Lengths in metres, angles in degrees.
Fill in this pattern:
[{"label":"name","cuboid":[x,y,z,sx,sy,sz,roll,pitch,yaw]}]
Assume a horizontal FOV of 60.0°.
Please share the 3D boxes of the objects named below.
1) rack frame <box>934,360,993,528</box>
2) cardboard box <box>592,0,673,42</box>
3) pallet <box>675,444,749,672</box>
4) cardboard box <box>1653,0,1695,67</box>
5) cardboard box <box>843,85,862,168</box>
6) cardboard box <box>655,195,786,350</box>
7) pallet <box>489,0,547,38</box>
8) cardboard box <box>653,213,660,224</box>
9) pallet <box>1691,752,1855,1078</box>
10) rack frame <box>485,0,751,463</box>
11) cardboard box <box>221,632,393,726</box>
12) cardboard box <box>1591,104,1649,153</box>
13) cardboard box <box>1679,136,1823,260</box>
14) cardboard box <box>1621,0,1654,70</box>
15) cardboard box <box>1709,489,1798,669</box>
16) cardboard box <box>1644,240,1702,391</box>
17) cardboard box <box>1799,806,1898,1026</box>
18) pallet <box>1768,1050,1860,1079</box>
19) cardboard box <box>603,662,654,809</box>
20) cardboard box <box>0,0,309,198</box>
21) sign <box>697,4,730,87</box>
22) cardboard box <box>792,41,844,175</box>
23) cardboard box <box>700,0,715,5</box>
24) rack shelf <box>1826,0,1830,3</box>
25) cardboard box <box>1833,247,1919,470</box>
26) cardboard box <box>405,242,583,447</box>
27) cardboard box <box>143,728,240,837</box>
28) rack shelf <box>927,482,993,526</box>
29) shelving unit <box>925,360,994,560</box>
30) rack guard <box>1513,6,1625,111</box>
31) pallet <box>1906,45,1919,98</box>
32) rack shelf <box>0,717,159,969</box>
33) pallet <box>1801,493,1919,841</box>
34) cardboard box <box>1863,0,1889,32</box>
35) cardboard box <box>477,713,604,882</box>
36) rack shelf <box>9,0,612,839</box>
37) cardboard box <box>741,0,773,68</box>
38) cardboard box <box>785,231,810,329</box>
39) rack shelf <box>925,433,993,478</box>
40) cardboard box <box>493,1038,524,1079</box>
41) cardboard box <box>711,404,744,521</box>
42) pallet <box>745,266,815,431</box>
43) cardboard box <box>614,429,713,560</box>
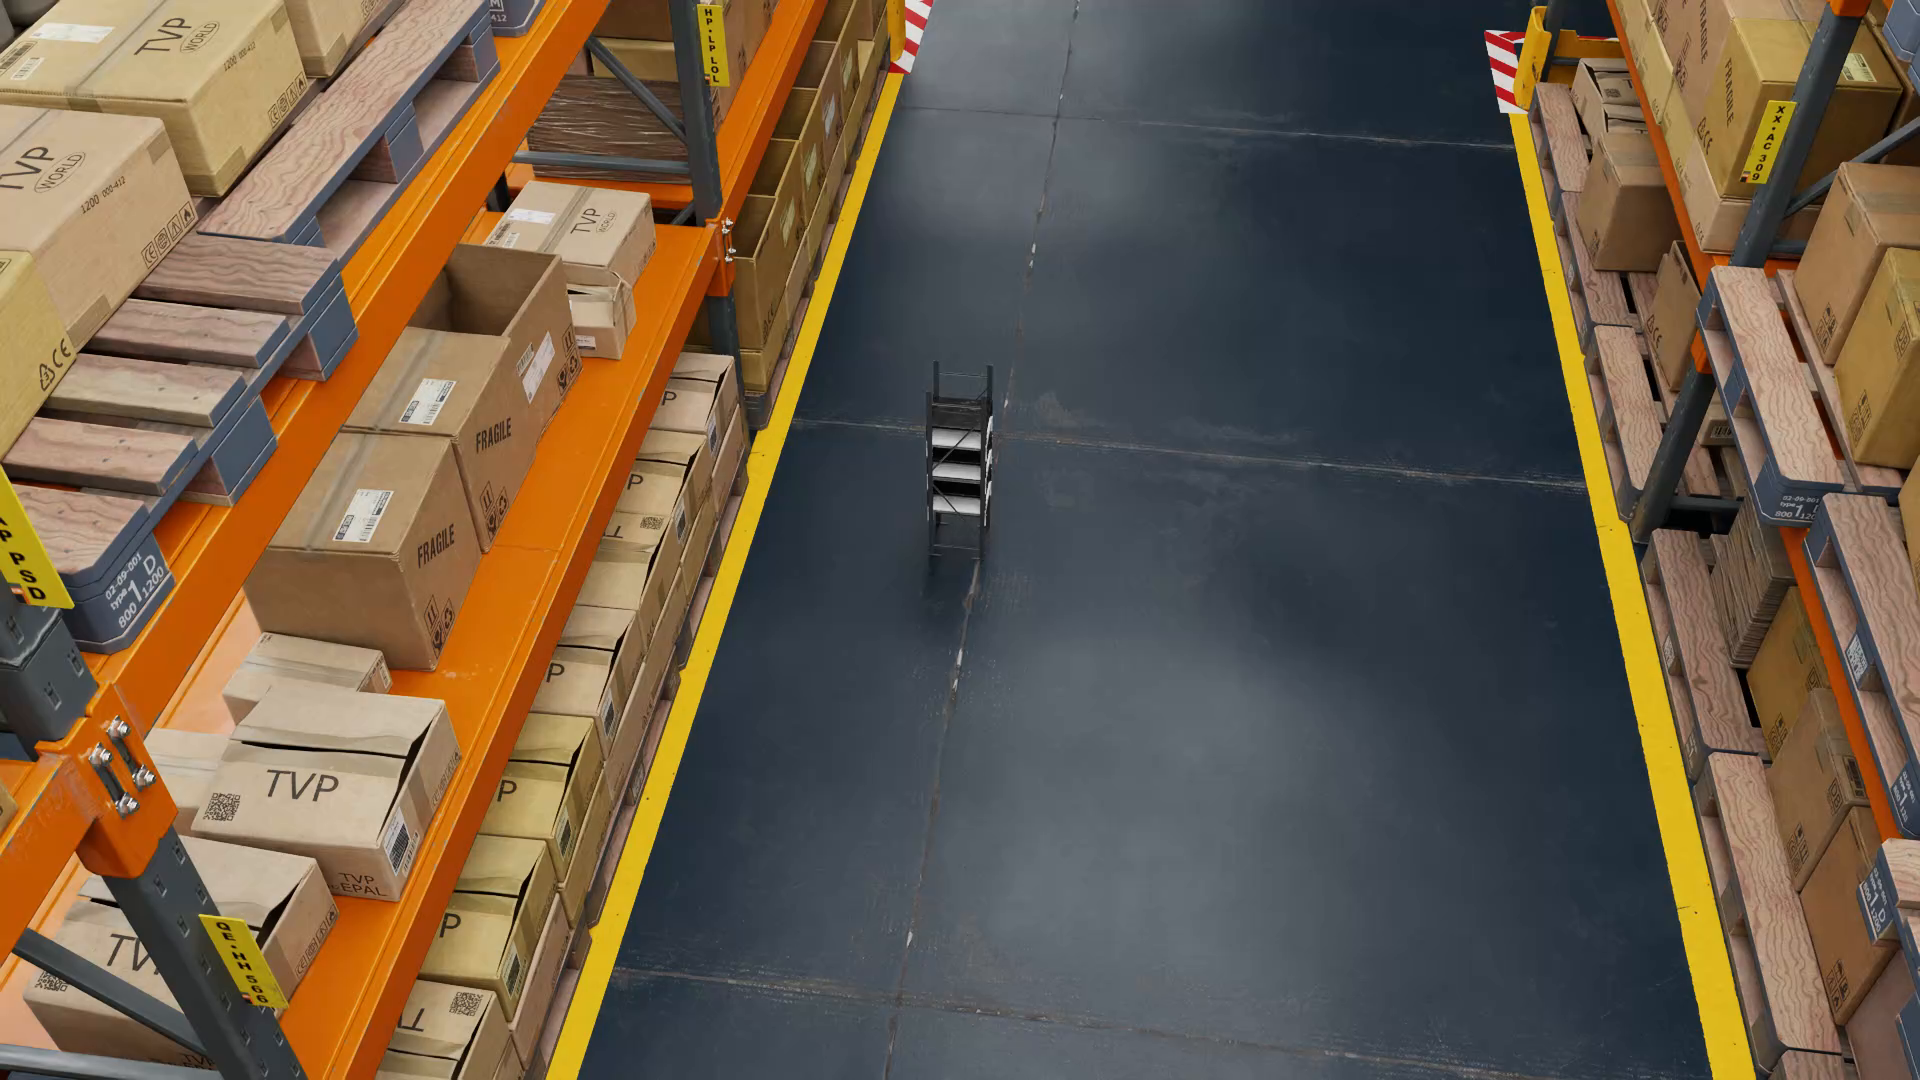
[{"label":"rack frame","cuboid":[0.012,-0.391,7.030,0.240,0.900,0.006,5,44,6]},{"label":"cardboard box","cuboid":[-1.419,-2.324,6.529,0.700,0.500,0.500,5,44,6]},{"label":"pallet","cuboid":[-1.530,0.004,7.114,1.003,0.211,1.213,5,44,6]},{"label":"cardboard box","cuboid":[3.332,-2.324,7.094,0.500,0.500,0.500,4,44,4]},{"label":"cardboard box","cuboid":[-0.839,-2.319,9.234,0.500,0.250,0.500,5,44,6]},{"label":"cardboard box","cuboid":[-1.100,-1.228,7.536,0.500,0.500,0.500,5,44,6]},{"label":"pallet","cuboid":[-1.575,-1.931,5.088,0.805,0.209,1.217,4,44,4]},{"label":"cardboard box","cuboid":[-1.549,-1.616,7.946,0.500,0.500,0.500,5,44,6]},{"label":"pallet","cuboid":[3.179,1.311,5.734,1.003,0.211,1.213,5,44,6]},{"label":"rack frame","cuboid":[-1.472,-1.514,6.689,1.000,3.000,0.127,5,44,6]},{"label":"cardboard box","cuboid":[-1.888,0.429,4.820,0.380,0.149,0.250,8,44,9]},{"label":"cardboard box","cuboid":[3.712,-2.124,8.969,0.500,0.311,0.500,9,44,9]},{"label":"cardboard box","cuboid":[3.201,-1.369,6.631,0.500,0.250,0.500,5,44,6]},{"label":"cardboard box","cuboid":[3.392,-2.395,7.715,0.500,0.250,0.500,6,44,6]},{"label":"cardboard box","cuboid":[3.358,0.185,6.393,0.700,0.500,0.500,7,44,7]},{"label":"cardboard box","cuboid":[3.537,-1.029,7.675,0.500,0.500,0.500,2,43,2]},{"label":"cardboard box","cuboid":[3.175,1.231,5.289,0.700,0.500,0.500,5,44,5]},{"label":"pallet","cuboid":[3.015,2.140,4.858,1.003,0.211,1.213,5,44,6]},{"label":"cardboard box","cuboid":[-1.444,0.681,6.066,0.500,0.250,0.500,6,44,6]},{"label":"cardboard box","cuboid":[-1.858,-1.037,3.808,0.500,0.250,0.500,4,44,5]},{"label":"sign","cuboid":[-0.933,-1.863,6.273,0.100,0.325,0.005,5,44,6]},{"label":"cardboard box","cuboid":[-0.904,-2.250,8.616,0.500,0.500,0.500,5,44,6]},{"label":"cardboard box","cuboid":[-1.211,-2.122,6.787,0.380,0.149,0.250,6,44,6]},{"label":"rack shelf","cuboid":[3.703,-3.257,6.872,1.077,0.370,4.000,5,44,6]},{"label":"cardboard box","cuboid":[3.257,-0.538,5.266,0.700,0.500,0.500,9,44,10]},{"label":"cardboard box","cuboid":[-1.659,-0.669,5.725,0.500,0.500,0.500,8,44,9]},{"label":"cardboard box","cuboid":[-2.156,0.665,4.570,0.380,0.149,0.250,5,44,6]},{"label":"rack shelf","cuboid":[-0.001,-0.166,7.104,0.258,0.077,0.200,5,44,6]},{"label":"shelving unit","cuboid":[-0.001,-0.321,6.957,0.258,0.900,0.210,5,44,6]},{"label":"rack guard","cuboid":[3.958,-2.833,9.900,1.175,0.500,0.348,5,44,6]},{"label":"pallet","cuboid":[3.118,-0.969,4.069,1.213,0.211,1.003,5,44,6]},{"label":"rack shelf","cuboid":[-2.265,1.747,1.587,1.077,0.370,4.000,5,44,6]},{"label":"pallet","cuboid":[3.131,0.377,4.832,1.003,0.211,1.213,5,44,6]},{"label":"cardboard box","cuboid":[3.780,-1.945,6.693,0.500,0.500,0.500,5,44,5]},{"label":"cardboard box","cuboid":[-1.509,0.818,5.513,0.500,0.311,0.500,4,44,4]},{"label":"rack shelf","cuboid":[-1.736,-0.979,4.466,1.077,0.370,4.000,5,44,6]},{"label":"cardboard box","cuboid":[-1.286,-2.555,7.716,0.700,0.500,0.500,6,44,6]},{"label":"cardboard box","cuboid":[-1.039,-1.297,8.154,0.500,0.250,0.500,5,44,6]},{"label":"rack shelf","cuboid":[-0.001,-0.362,6.918,0.258,0.077,0.200,5,44,6]},{"label":"cardboard box","cuboid":[-1.640,1.728,4.960,0.500,0.250,0.500,5,44,5]},{"label":"cardboard box","cuboid":[-1.239,-0.359,7.164,0.500,0.250,0.500,5,44,5]},{"label":"pallet","cuboid":[-1.325,-1.039,8.216,1.003,0.211,1.213,5,44,6]},{"label":"cardboard box","cuboid":[-1.304,-0.214,6.603,0.500,0.311,0.500,6,44,7]}]
